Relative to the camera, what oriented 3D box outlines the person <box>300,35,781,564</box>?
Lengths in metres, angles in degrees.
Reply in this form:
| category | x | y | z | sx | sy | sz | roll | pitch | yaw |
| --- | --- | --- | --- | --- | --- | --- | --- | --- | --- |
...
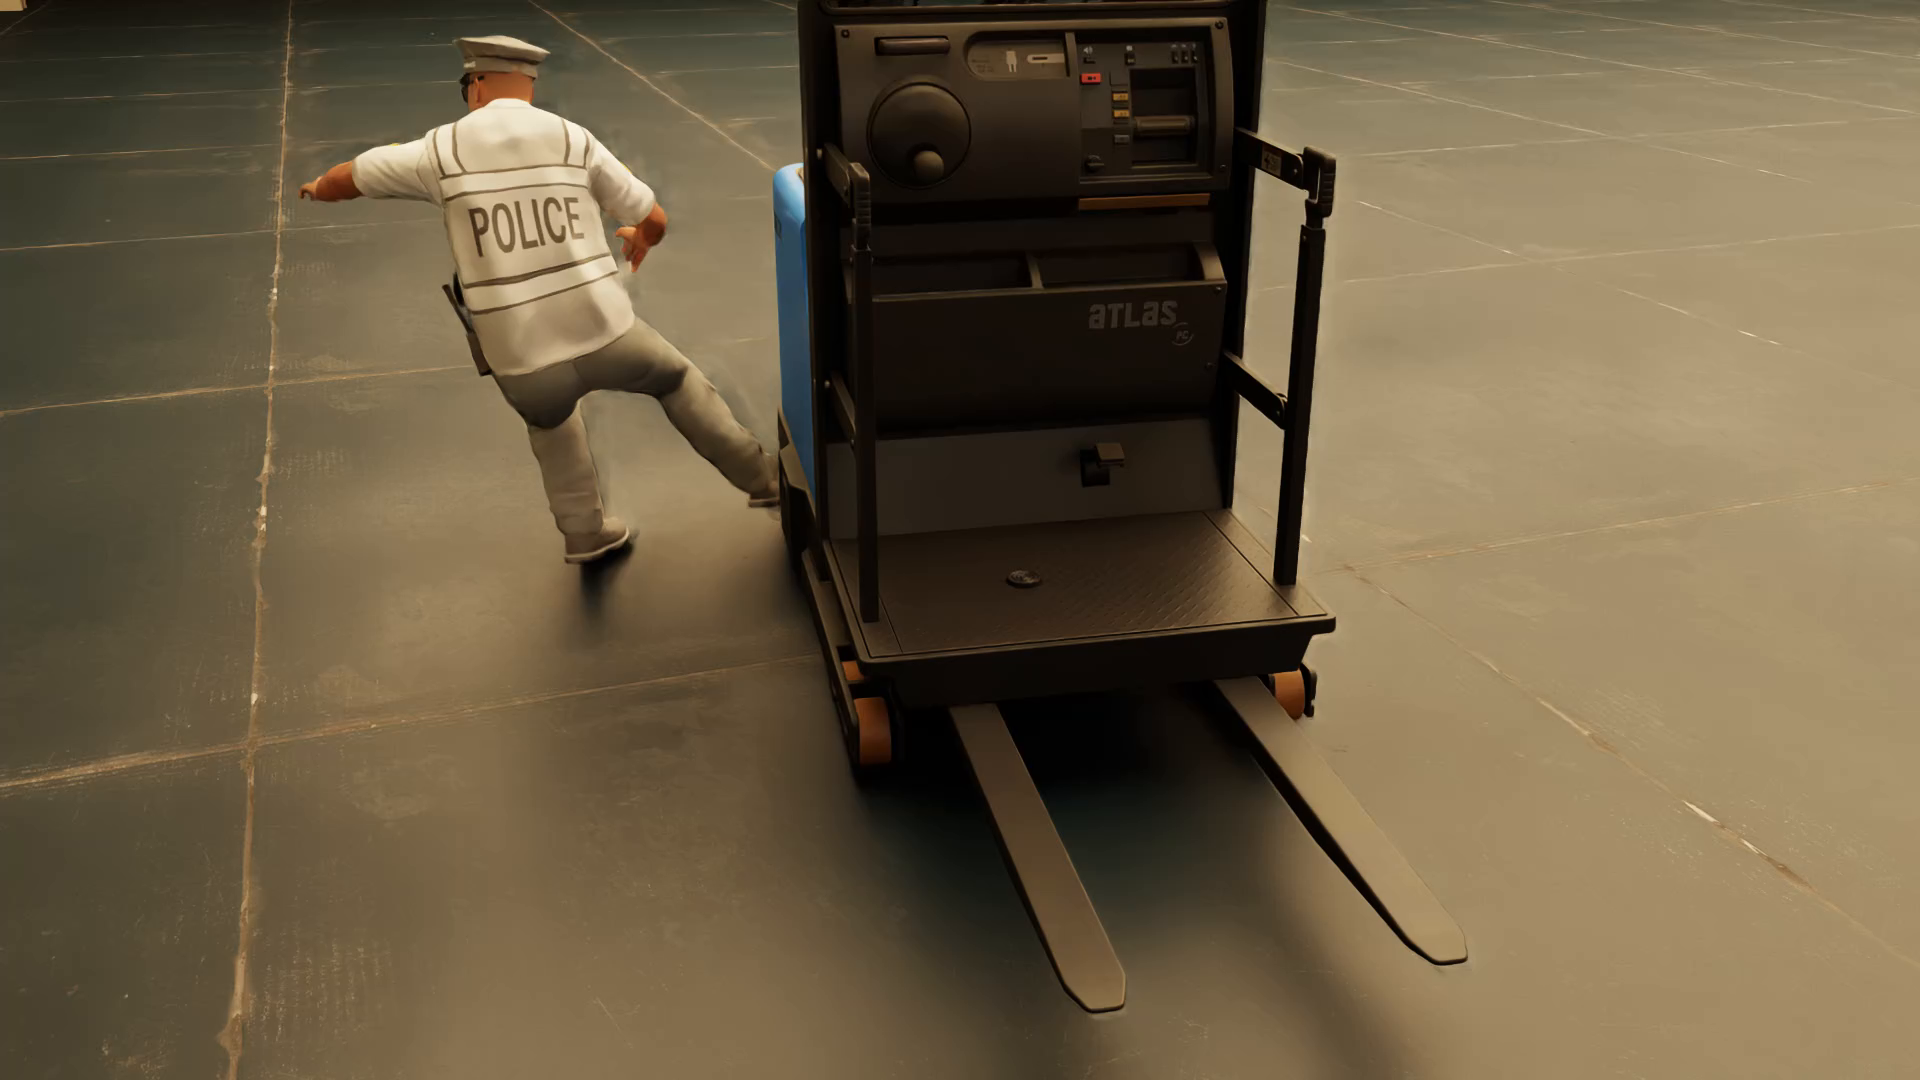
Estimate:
| category | x | y | z | sx | sy | sz | roll | pitch | yaw |
| --- | --- | --- | --- | --- | --- | --- | --- | --- | --- |
| person | -1.099 | -0.700 | 4.809 | 1.440 | 1.467 | 0.881 | -8 | 24 | -19 |

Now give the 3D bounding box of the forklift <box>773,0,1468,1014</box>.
| category | x | y | z | sx | sy | sz | roll | pitch | yaw |
| --- | --- | --- | --- | --- | --- | --- | --- | --- | --- |
| forklift | 0.225 | -0.983 | 3.637 | 1.130 | 2.935 | 3.031 | -5 | 23 | -11 |
